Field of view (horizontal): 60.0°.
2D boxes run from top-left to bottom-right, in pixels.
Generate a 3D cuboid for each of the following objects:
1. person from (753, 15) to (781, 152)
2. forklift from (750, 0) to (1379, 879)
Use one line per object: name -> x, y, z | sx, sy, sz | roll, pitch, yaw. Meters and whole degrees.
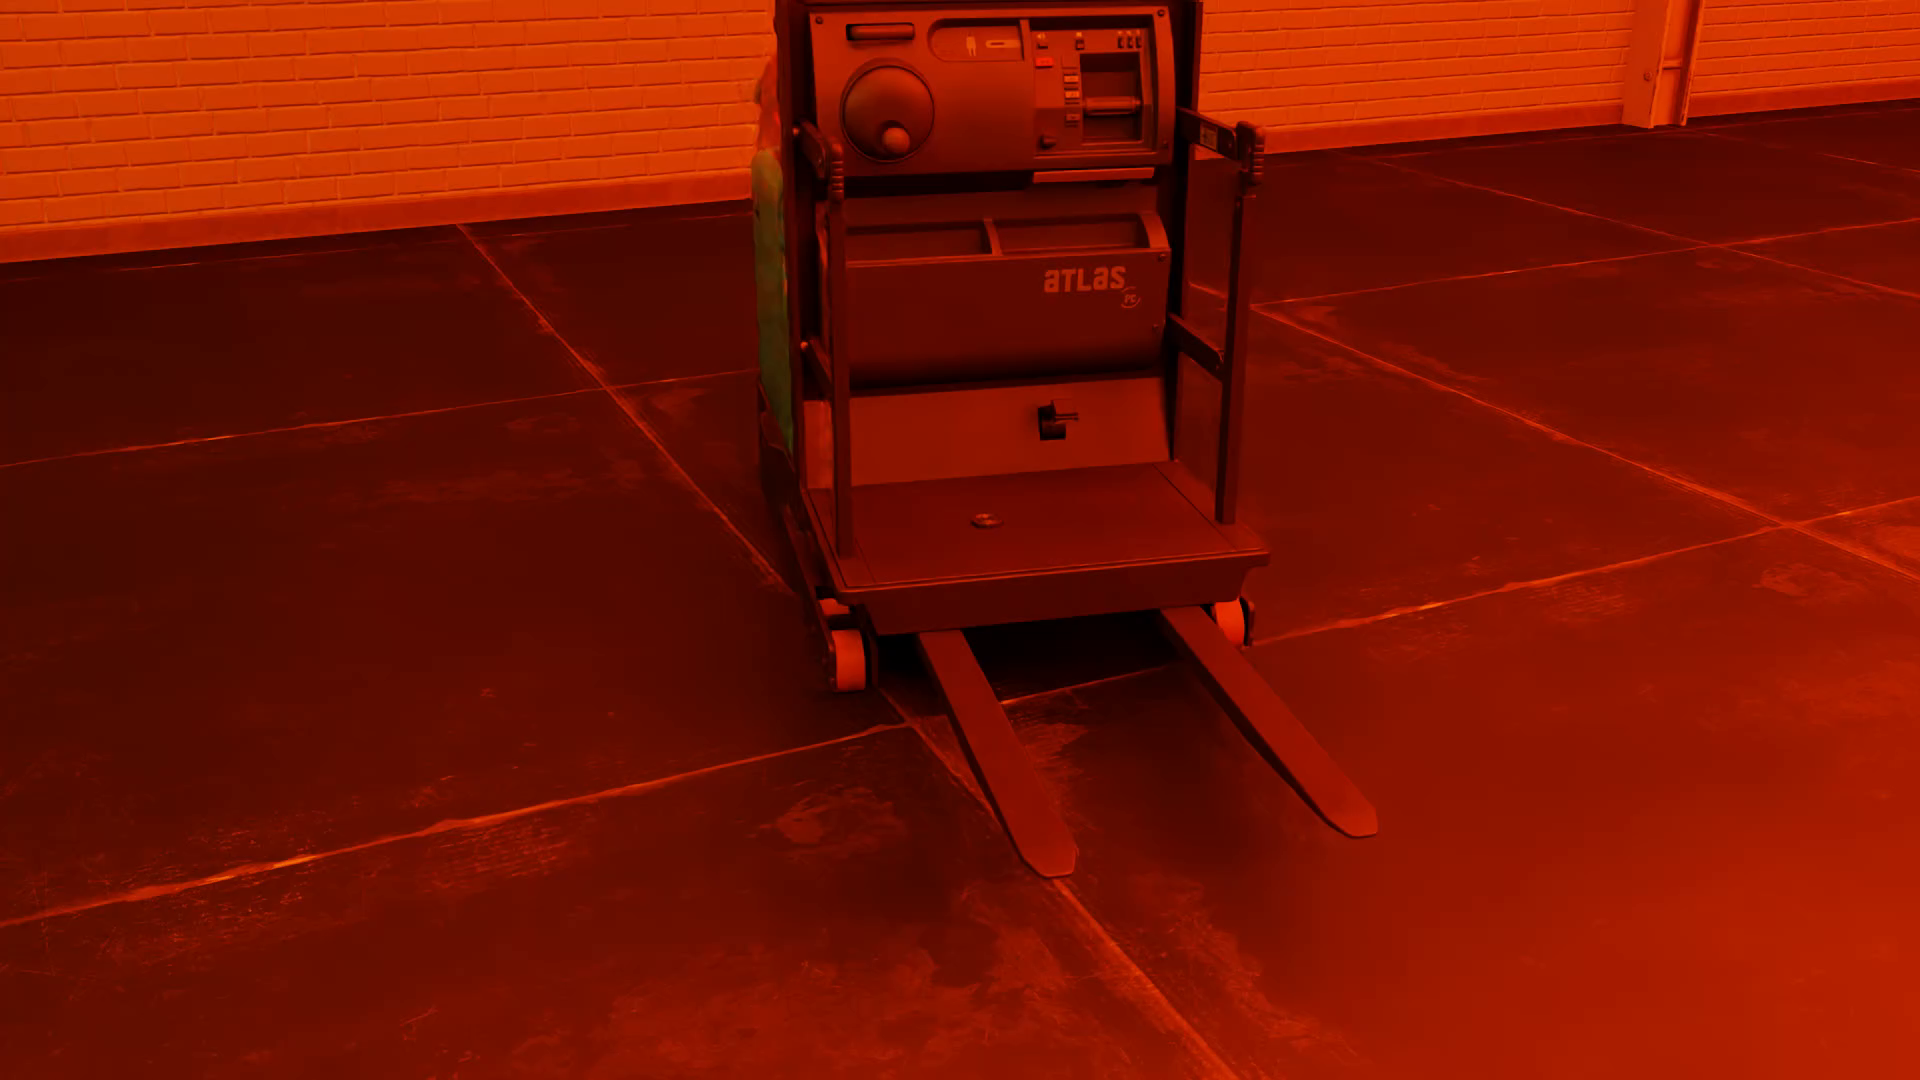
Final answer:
person -> -0.418, -1.357, 6.430 | 0.727, 1.473, 0.891 | -4, 23, -10
forklift -> 0.139, -1.126, 3.995 | 1.130, 2.935, 3.031 | -5, 23, -12
